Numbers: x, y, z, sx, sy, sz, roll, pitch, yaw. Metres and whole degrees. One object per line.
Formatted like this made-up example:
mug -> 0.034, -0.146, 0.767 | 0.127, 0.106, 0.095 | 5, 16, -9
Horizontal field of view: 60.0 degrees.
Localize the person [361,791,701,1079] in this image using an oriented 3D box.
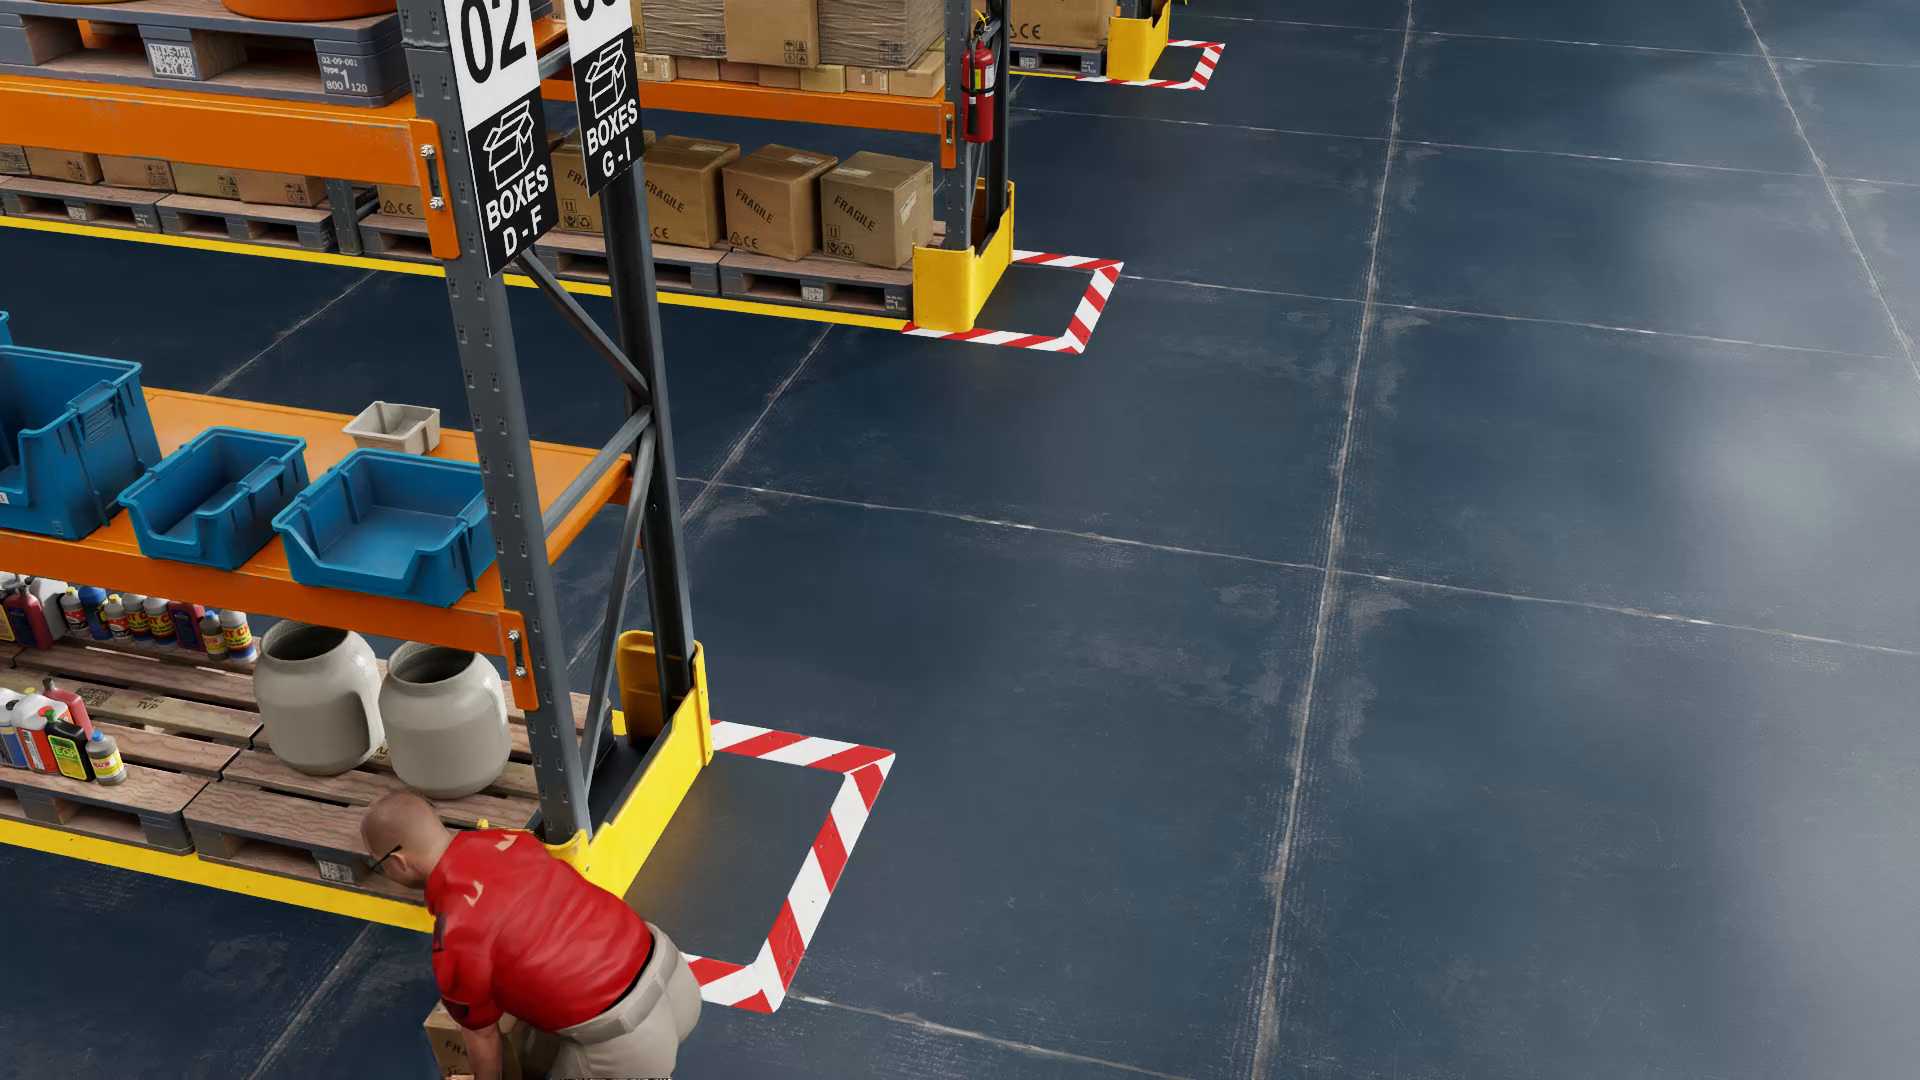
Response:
person -> -1.072, 1.290, 4.348 | 0.779, 1.509, 0.475 | 7, 33, 11
